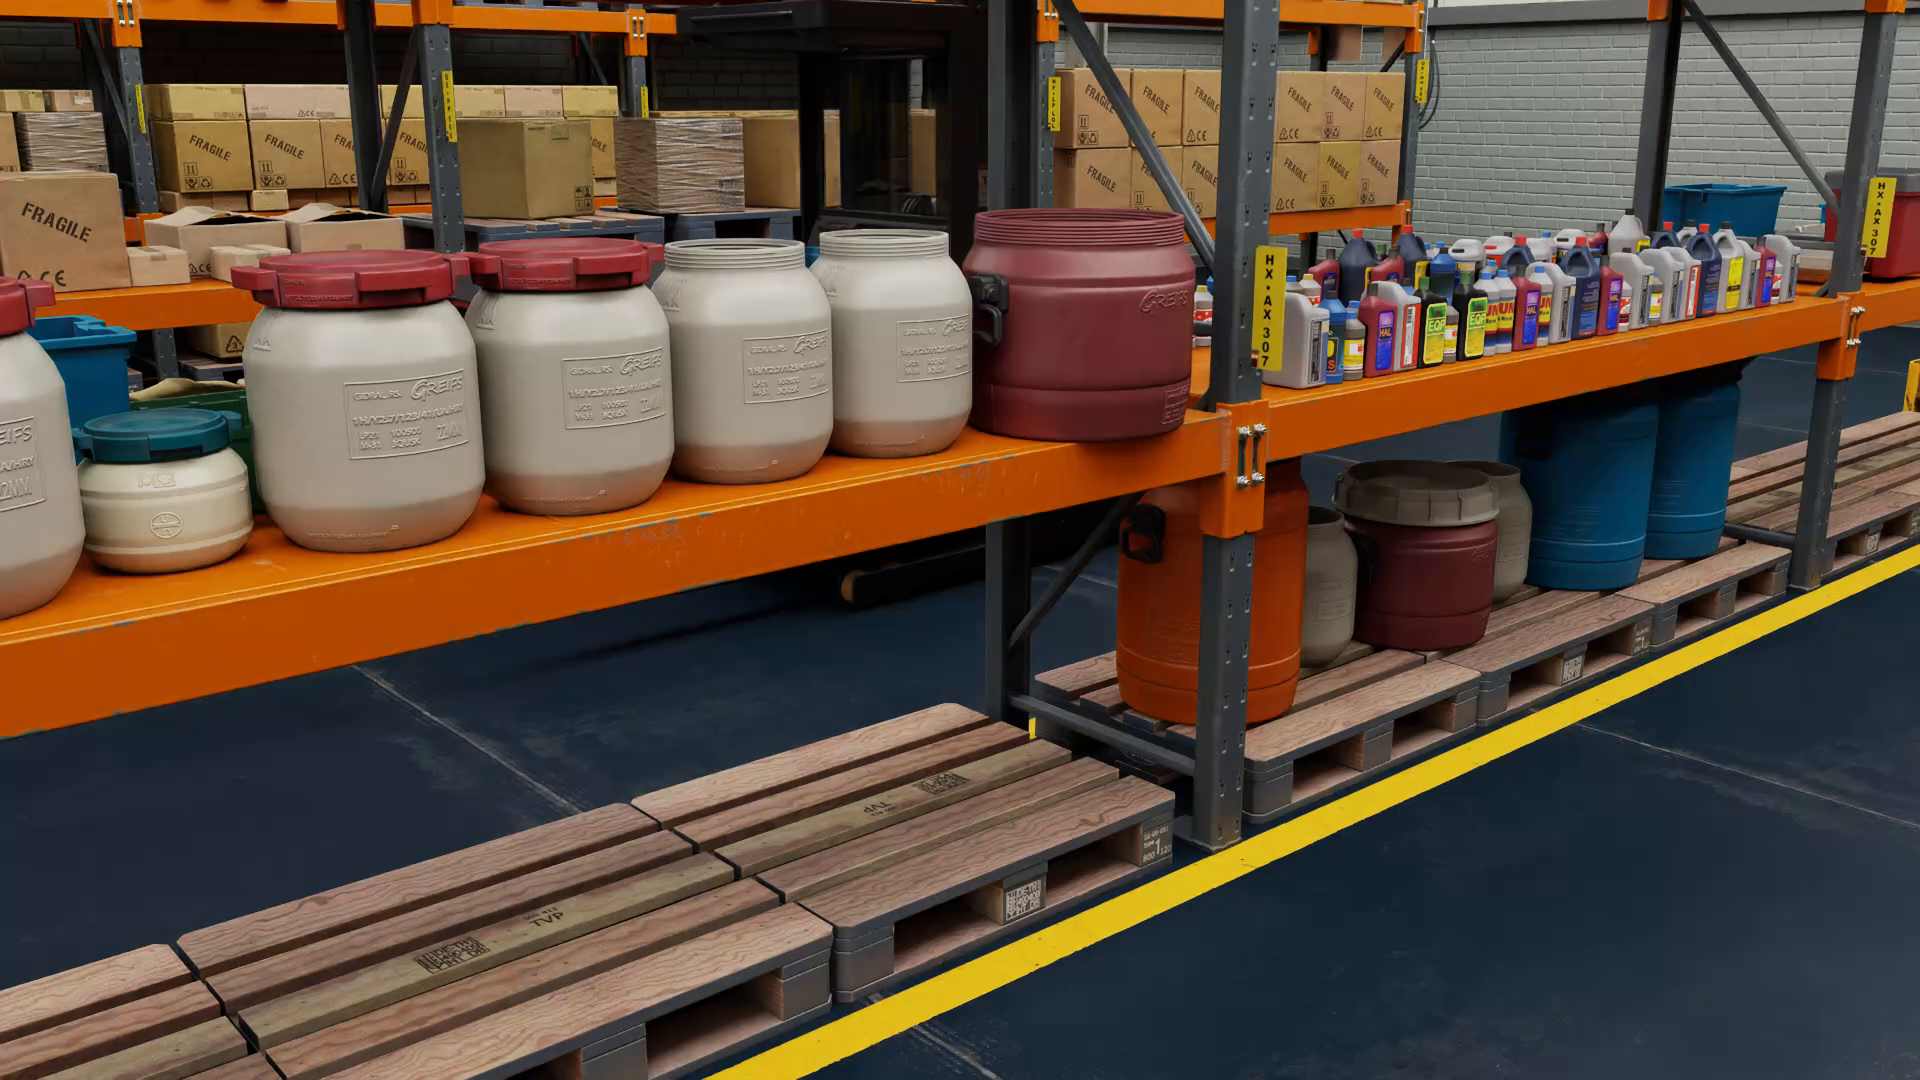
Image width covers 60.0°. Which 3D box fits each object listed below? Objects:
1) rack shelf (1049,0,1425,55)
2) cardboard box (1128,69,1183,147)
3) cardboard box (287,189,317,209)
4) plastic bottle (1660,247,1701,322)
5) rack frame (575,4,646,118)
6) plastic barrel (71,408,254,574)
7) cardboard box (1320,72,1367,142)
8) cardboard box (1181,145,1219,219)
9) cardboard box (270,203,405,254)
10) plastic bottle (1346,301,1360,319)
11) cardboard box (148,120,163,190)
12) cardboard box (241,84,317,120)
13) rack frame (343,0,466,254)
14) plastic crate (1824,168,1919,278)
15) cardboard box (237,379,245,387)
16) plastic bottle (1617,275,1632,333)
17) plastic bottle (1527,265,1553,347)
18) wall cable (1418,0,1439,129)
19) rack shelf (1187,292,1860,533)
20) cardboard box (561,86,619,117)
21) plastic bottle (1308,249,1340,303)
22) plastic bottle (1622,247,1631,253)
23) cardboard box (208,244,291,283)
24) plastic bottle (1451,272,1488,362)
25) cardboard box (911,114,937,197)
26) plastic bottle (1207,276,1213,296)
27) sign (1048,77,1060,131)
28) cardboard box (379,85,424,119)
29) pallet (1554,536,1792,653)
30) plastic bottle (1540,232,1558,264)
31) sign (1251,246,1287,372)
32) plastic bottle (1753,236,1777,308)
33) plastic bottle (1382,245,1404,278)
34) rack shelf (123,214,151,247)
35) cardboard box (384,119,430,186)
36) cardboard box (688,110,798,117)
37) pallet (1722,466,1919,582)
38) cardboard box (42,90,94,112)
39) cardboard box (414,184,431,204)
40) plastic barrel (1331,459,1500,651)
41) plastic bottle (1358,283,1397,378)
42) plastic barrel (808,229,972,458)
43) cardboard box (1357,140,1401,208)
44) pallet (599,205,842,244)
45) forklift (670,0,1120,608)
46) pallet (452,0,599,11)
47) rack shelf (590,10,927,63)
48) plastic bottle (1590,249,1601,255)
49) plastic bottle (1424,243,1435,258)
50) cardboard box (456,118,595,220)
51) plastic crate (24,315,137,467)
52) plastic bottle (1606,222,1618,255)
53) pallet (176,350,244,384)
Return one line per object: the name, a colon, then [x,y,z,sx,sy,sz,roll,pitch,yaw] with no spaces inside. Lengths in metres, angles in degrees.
rack shelf: [1.732,-3.725,11.965,4.000,0.370,1.077,-13,19,-39]
cardboard box: [1.153,-2.929,11.271,0.500,0.500,0.500,-13,20,-41]
cardboard box: [-5.087,-2.606,12.642,0.250,0.149,0.380,-13,20,-40]
plastic bottle: [2.731,-0.983,6.358,0.135,0.276,0.152,-13,19,-39]
rack frame: [-3.031,-3.249,14.599,0.127,3.000,1.000,-13,19,-39]
plastic barrel: [-1.463,-0.092,3.051,0.301,0.262,0.301,0,15,0]
cardboard box: [2.705,-3.279,12.583,0.500,0.500,0.500,-12,19,-38]
cardboard box: [1.550,-2.538,11.746,0.500,0.500,0.500,-13,20,-40]
cardboard box: [-3.097,-1.511,8.267,0.500,0.311,0.500,-11,19,-36]
plastic bottle: [1.247,-0.656,5.279,0.097,0.201,0.097,0,15,0]
cardboard box: [-5.865,-2.904,12.500,0.500,0.500,0.500,-12,19,-39]
cardboard box: [-5.132,-3.253,12.353,0.500,0.250,0.500,-13,20,-40]
rack frame: [-2.794,-1.607,8.455,0.127,3.000,1.000,-13,19,-39]
plastic crate: [4.311,-1.482,7.746,0.583,0.464,0.402,-13,19,-39]
cardboard box: [-3.382,-0.721,8.565,0.500,0.311,0.500,-12,19,-38]
plastic bottle: [2.385,-0.860,6.041,0.097,0.201,0.097,0,15,0]
plastic bottle: [1.970,-0.800,5.683,0.097,0.271,0.097,0,15,0]
wall cable: [4.488,-6.213,20.089,0.112,2.526,3.097,-13,19,-39]
rack shelf: [1.964,-0.634,6.203,4.000,0.370,1.077,-13,19,-39]
cardboard box: [-3.215,-3.684,13.966,0.500,0.250,0.500,-12,19,-38]
plastic bottle: [1.342,-0.931,6.149,0.133,0.283,0.061,-13,19,-39]
plastic bottle: [2.534,-0.979,6.352,0.097,0.271,0.097,0,15,0]
cardboard box: [-3.291,-1.280,7.715,0.250,0.149,0.380,-13,19,-39]
plastic bottle: [1.648,-0.728,5.387,0.133,0.283,0.061,-13,19,-39]
cardboard box: [-0.280,-2.499,10.787,0.700,0.500,0.500,8,17,28]
plastic bottle: [0.900,-0.820,5.756,0.097,0.271,0.097,0,15,0]
sign: [0.591,-2.737,10.440,0.005,0.325,0.100,-13,19,-39]
cardboard box: [-4.376,-3.426,13.002,0.500,0.250,0.500,-13,20,-40]
pallet: [2.863,0.150,7.280,1.213,0.211,1.003,-13,19,-39]
plastic bottle: [2.492,-1.177,7.094,0.097,0.271,0.097,0,15,0]
sign: [0.821,-0.615,4.424,0.005,0.325,0.100,-13,19,-39]
plastic bottle: [3.243,-1.086,6.728,0.133,0.283,0.061,-13,19,-39]
plastic bottle: [1.622,-0.973,6.307,0.133,0.283,0.061,-13,19,-39]
rack shelf: [-7.557,-1.885,10.887,4.000,0.370,1.077,-13,19,-39]
cardboard box: [-4.350,-3.066,13.105,0.500,0.500,0.500,-12,19,-38]
cardboard box: [-2.057,-3.605,15.352,0.700,0.700,0.980,-13,20,-41]
pallet: [4.002,-0.105,8.233,1.213,0.211,1.003,-13,19,-39]
cardboard box: [-6.289,-3.081,11.668,0.380,0.149,0.250,13,20,40]
cardboard box: [-4.295,-2.775,13.275,0.250,0.149,0.380,-12,19,-38]
plastic barrel: [1.665,0.042,6.138,0.708,0.588,0.600,-13,19,-39]
plastic bottle: [1.271,-0.643,5.071,0.133,0.283,0.061,-13,19,-39]
plastic barrel: [-0.181,-0.480,4.020,0.421,0.512,0.421,0,15,0]
cardboard box: [3.082,-2.882,13.033,0.500,0.500,0.500,-12,19,-38]
pallet: [-1.330,-1.845,9.716,1.213,0.211,1.003,-13,19,-39]
forklift: [-0.545,-1.276,7.347,3.031,2.935,1.130,-13,20,-40]
pallet: [-3.690,-4.440,13.620,1.217,0.209,0.805,-14,20,-42]
rack shelf: [-1.522,-4.689,15.573,4.000,0.370,1.077,-13,19,-39]
plastic bottle: [2.693,-1.137,7.077,0.097,0.201,0.097,0,15,0]
plastic bottle: [1.821,-1.027,6.530,0.097,0.271,0.097,0,15,0]
cardboard box: [-2.393,-1.987,8.869,0.700,0.500,0.500,8,17,28]
plastic crate: [-1.935,-0.204,3.234,0.575,0.384,0.392,-13,19,-39]
plastic bottle: [2.916,-1.284,7.472,0.133,0.283,0.061,-13,19,-39]
pallet: [-5.404,-1.343,12.867,1.213,0.211,1.003,-13,19,-39]
